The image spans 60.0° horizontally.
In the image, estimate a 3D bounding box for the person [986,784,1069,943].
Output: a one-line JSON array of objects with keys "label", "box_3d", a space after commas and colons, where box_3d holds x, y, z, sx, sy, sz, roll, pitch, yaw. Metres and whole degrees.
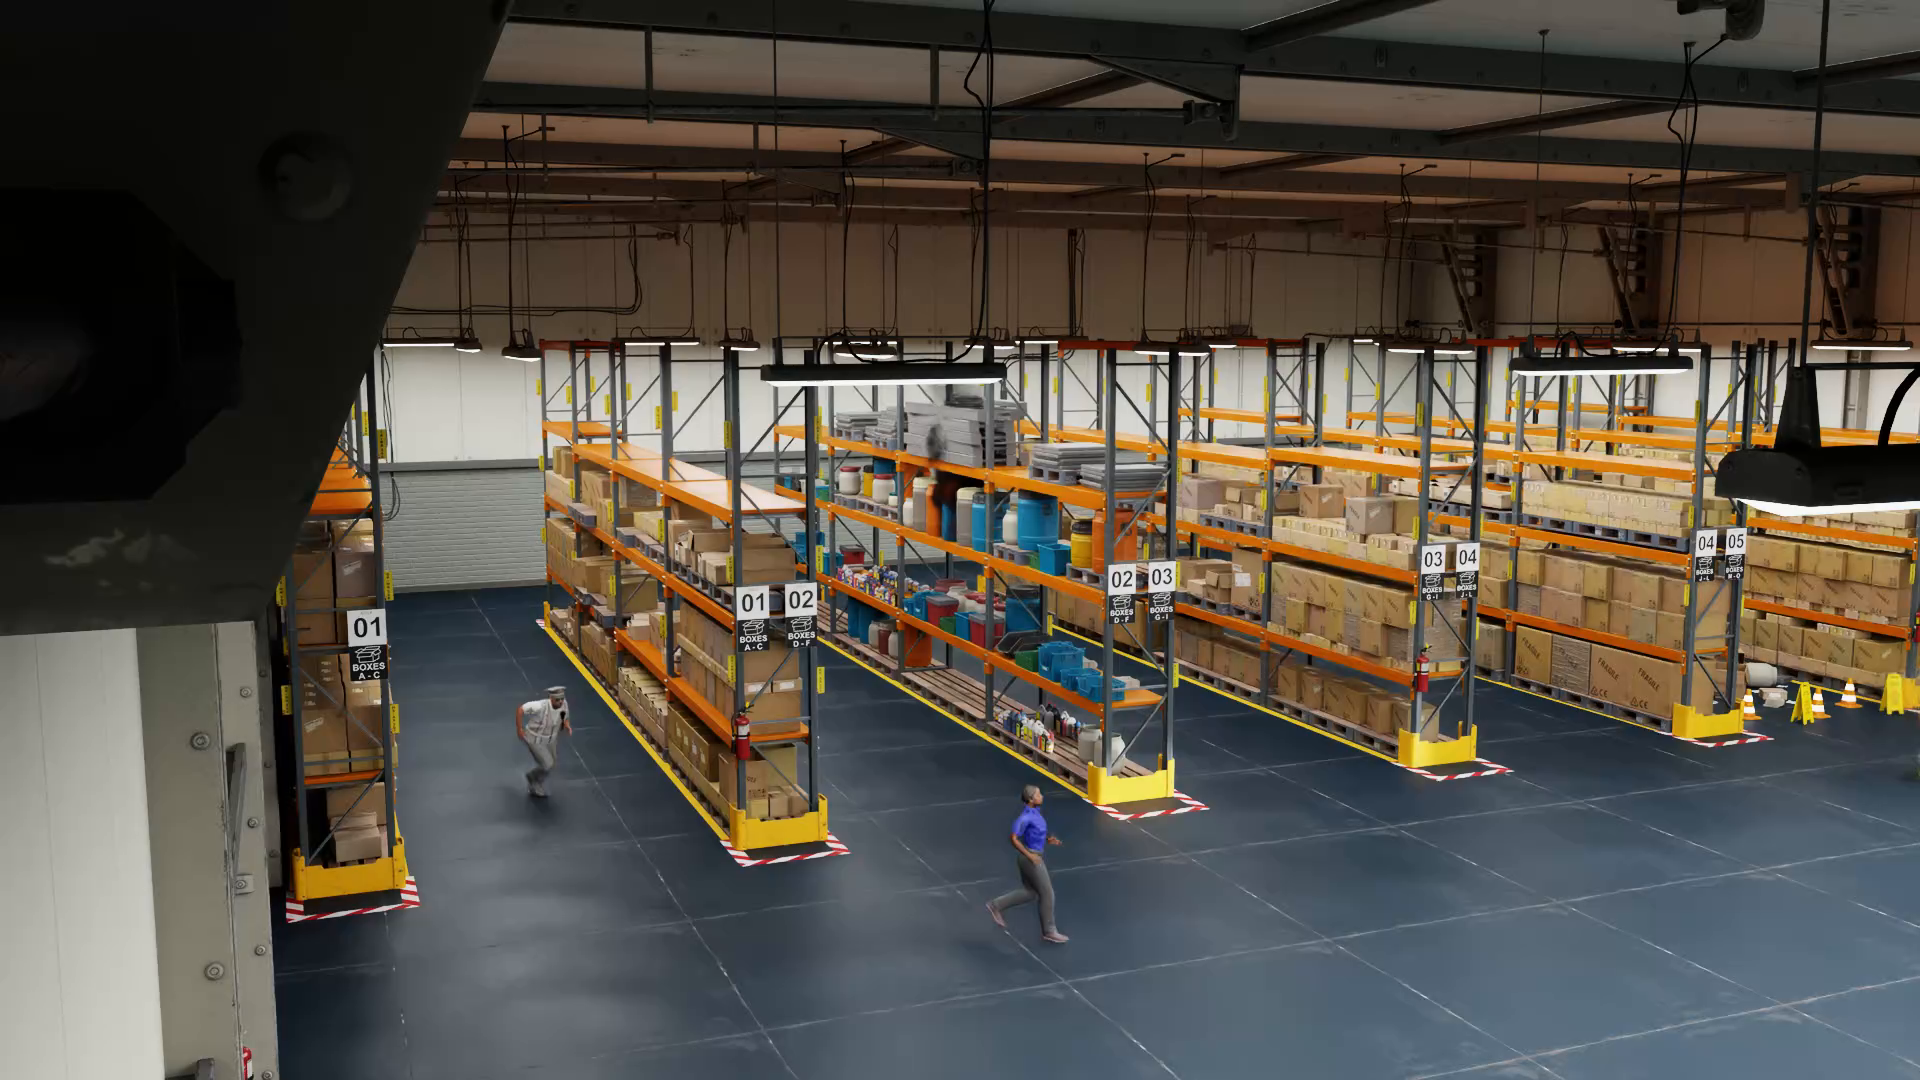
[{"label": "person", "box_3d": [0.703, 3.319, 17.071, 0.845, 1.660, 0.579, 0, 7, 3]}]

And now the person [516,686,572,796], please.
[{"label": "person", "box_3d": [-5.525, 2.692, 22.086, 0.885, 1.571, 0.694, 6, 9, 38]}]
